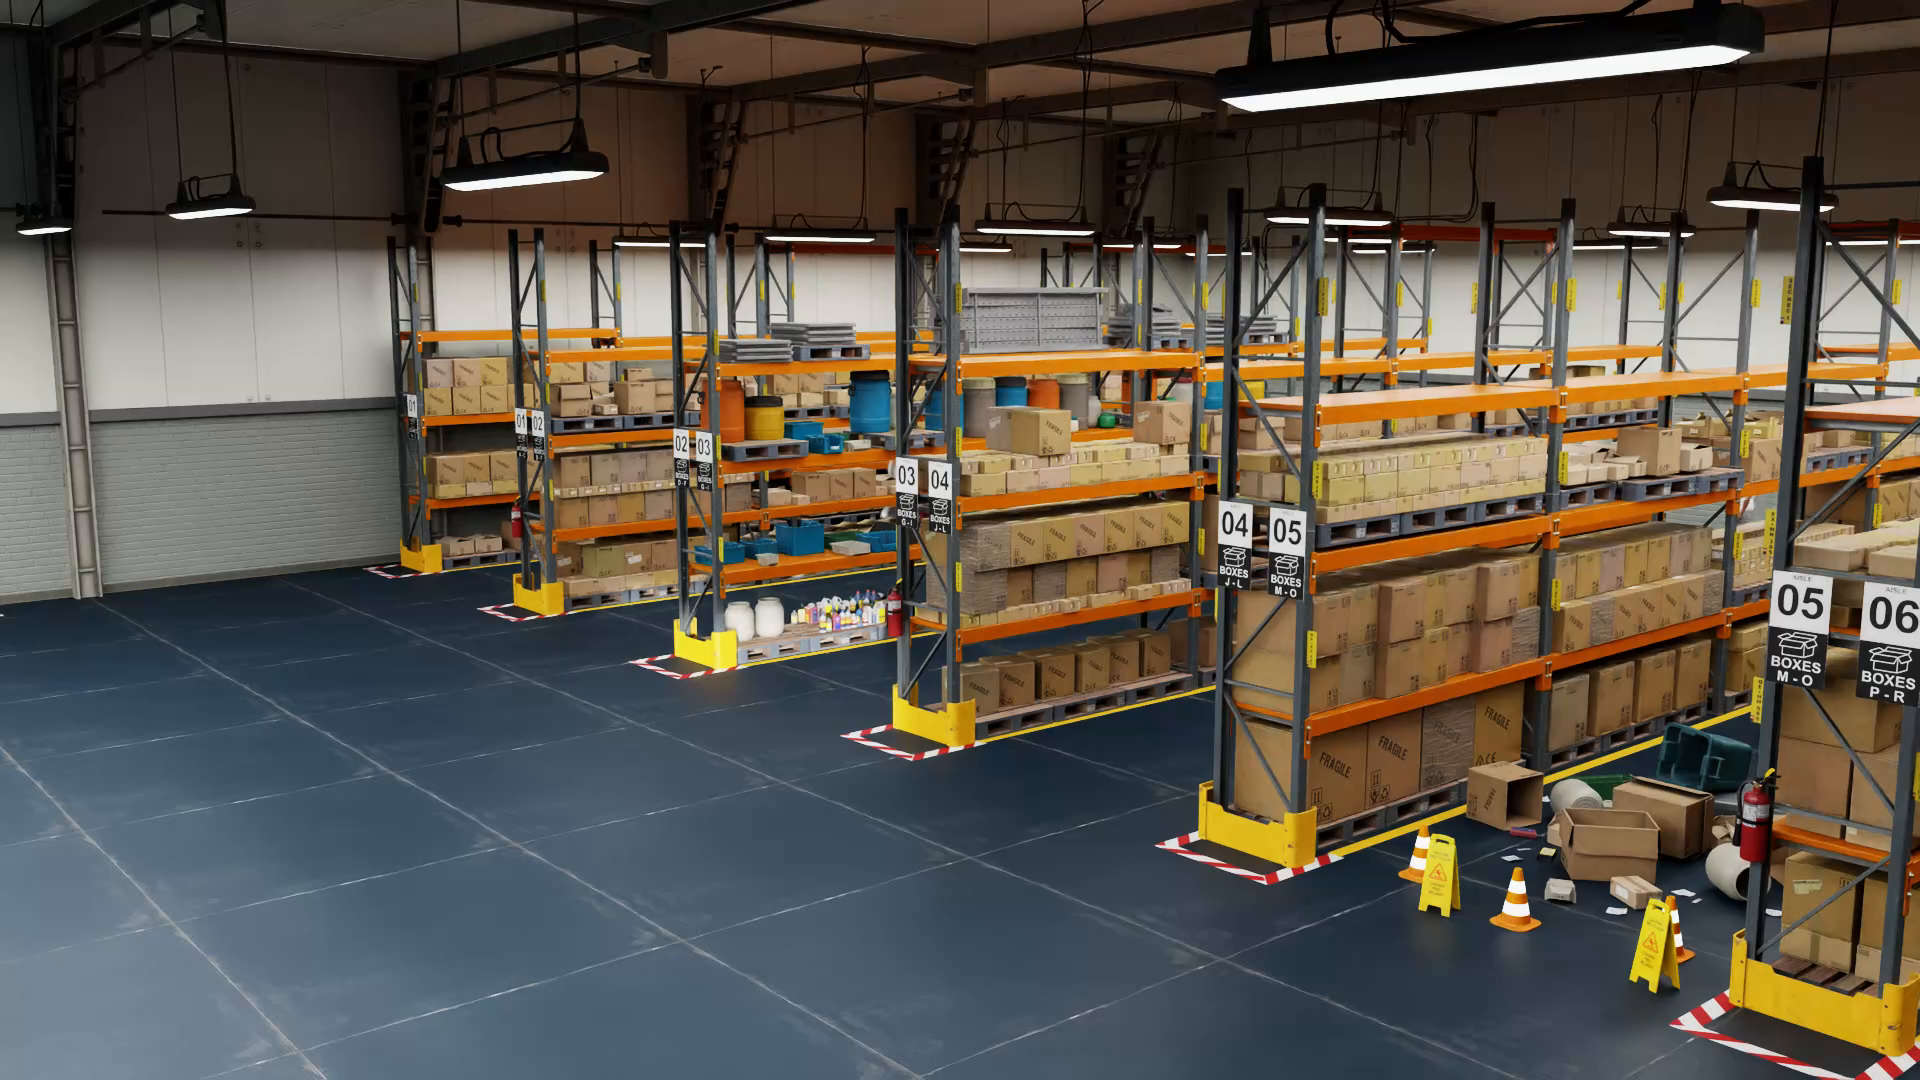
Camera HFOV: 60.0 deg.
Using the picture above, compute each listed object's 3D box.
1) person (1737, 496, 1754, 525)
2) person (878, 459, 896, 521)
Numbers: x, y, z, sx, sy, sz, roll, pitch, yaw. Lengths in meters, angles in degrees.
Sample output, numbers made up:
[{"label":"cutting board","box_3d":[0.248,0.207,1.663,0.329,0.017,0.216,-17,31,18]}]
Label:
[{"label":"person","box_3d":[14.857,-0.548,31.572,0.498,1.802,0.622,3,9,22]},{"label":"person","box_3d":[-1.379,-1.094,34.984,1.069,1.714,0.618,-9,12,-44]}]
